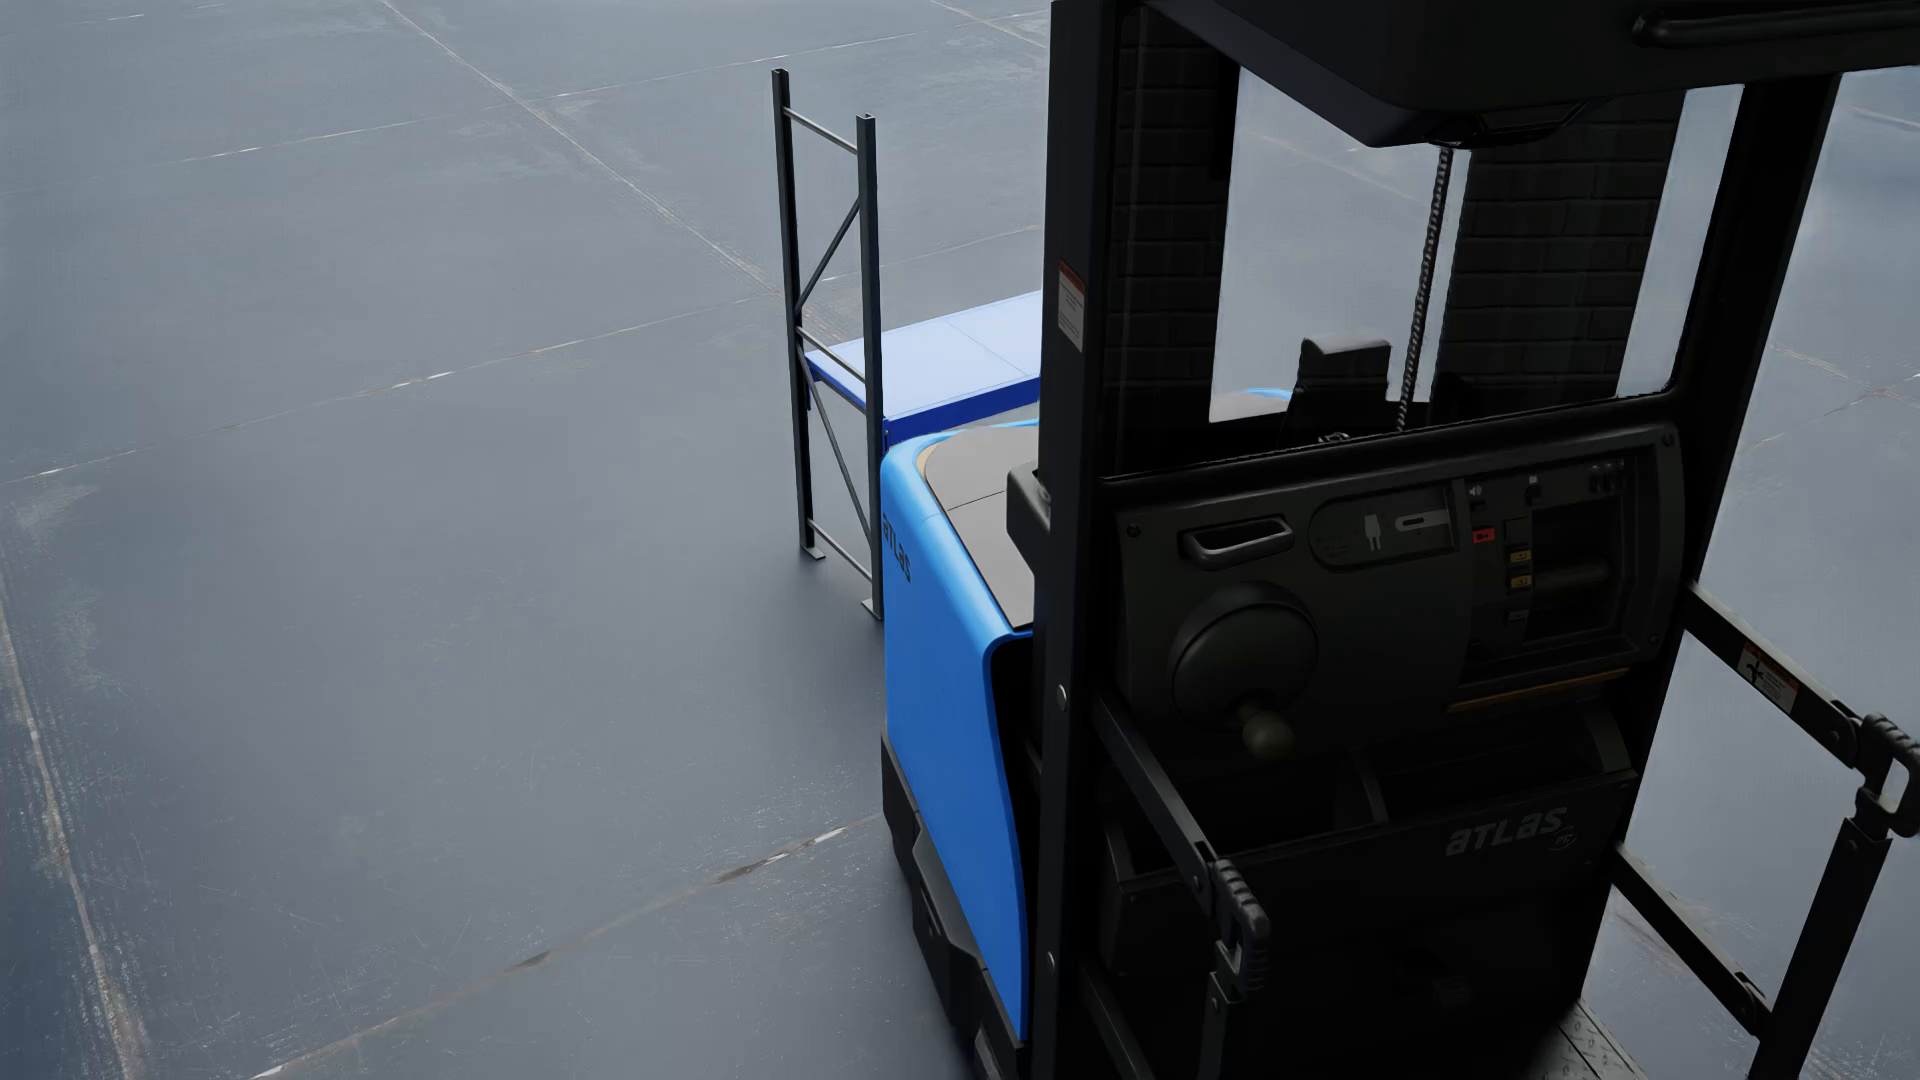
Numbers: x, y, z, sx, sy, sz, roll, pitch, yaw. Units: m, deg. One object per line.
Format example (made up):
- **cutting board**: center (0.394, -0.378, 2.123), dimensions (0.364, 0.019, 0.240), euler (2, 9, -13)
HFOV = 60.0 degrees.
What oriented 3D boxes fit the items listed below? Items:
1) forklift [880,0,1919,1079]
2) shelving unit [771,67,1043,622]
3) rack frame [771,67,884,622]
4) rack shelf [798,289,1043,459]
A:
- **forklift**: center (0.736, 0.126, 2.303), dimensions (1.130, 2.935, 3.031), euler (-9, 33, -15)
- **shelving unit**: center (0.072, -0.659, 4.889), dimensions (1.048, 1.500, 0.538), euler (-19, 37, -27)
- **rack frame**: center (-0.356, -0.512, 4.656), dimensions (0.032, 1.500, 0.500), euler (-19, 37, -27)
- **rack shelf**: center (0.072, -0.507, 4.985), dimensions (1.000, 0.185, 0.538), euler (-19, 37, -27)
